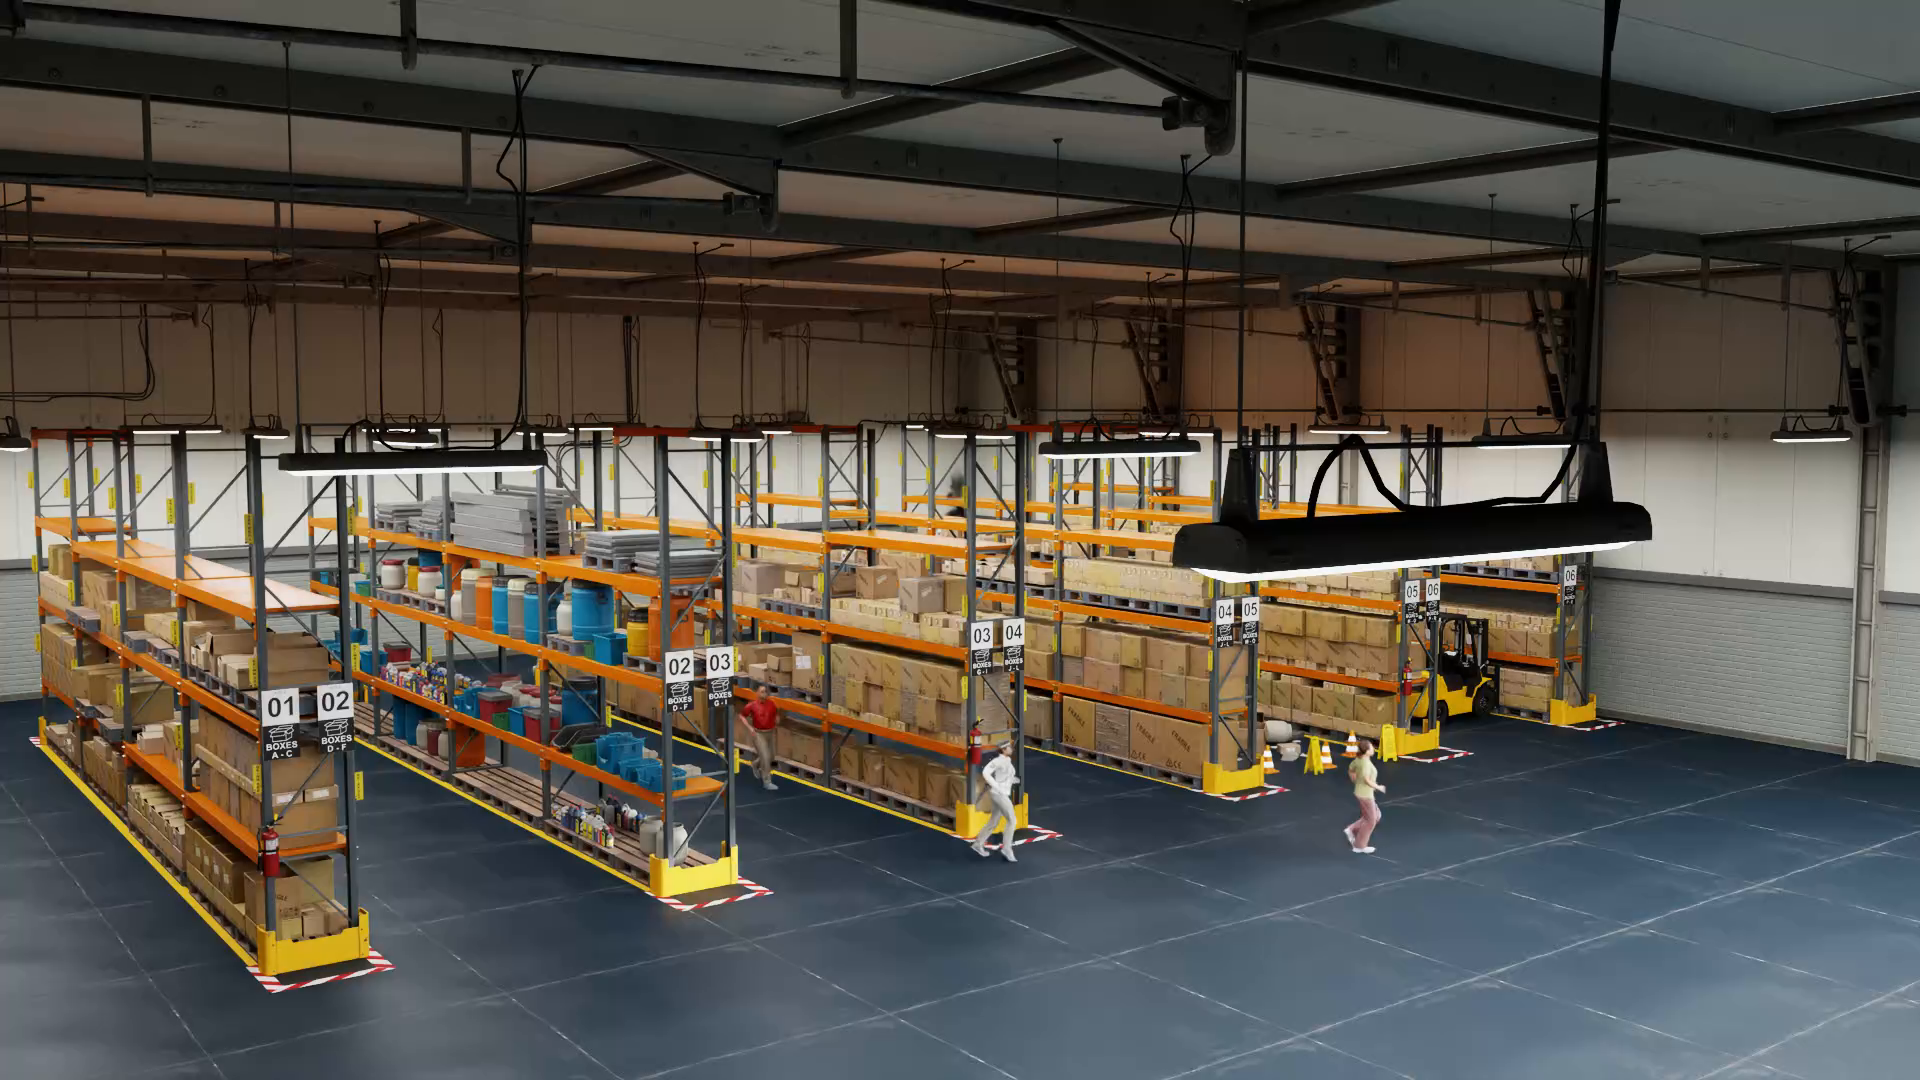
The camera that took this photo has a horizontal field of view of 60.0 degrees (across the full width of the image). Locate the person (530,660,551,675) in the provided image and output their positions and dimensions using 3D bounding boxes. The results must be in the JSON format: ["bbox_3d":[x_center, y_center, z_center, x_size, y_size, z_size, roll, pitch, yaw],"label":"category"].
[{"bbox_3d":[-9.662,2.442,38.837,0.804,1.736,0.692,-3,5,-33],"label":"person"}]

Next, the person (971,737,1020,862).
[{"bbox_3d":[0.521,3.659,23.566,0.661,1.730,0.633,1,5,7],"label":"person"}]

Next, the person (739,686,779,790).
[{"bbox_3d":[-3.293,3.287,27.842,0.662,1.696,0.844,-4,6,-41],"label":"person"}]

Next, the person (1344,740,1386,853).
[{"bbox_3d":[5.776,3.656,23.710,0.526,1.632,0.598,0,4,-1],"label":"person"}]
